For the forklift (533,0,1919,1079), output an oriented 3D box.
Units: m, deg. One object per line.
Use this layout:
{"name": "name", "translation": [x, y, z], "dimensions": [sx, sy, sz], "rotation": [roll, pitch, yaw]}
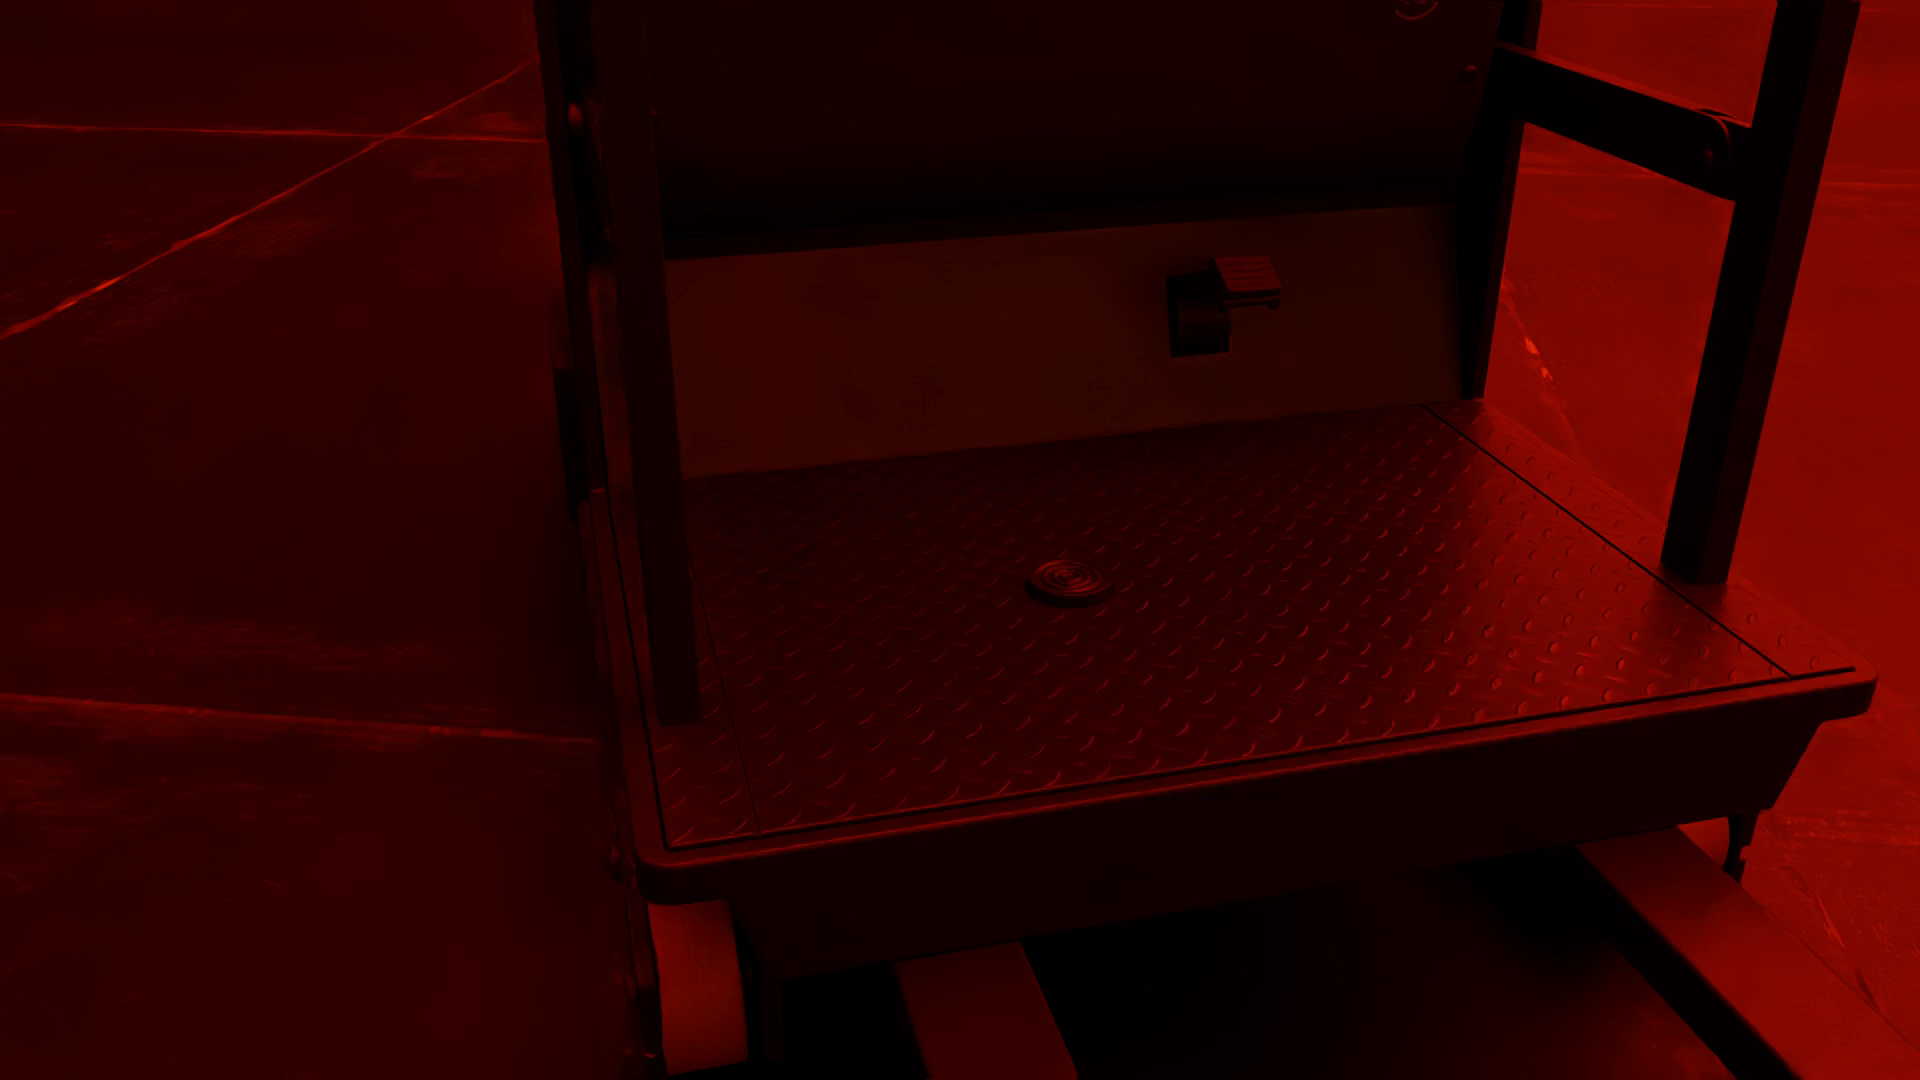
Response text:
{"name": "forklift", "translation": [0.172, -1.016, 1.254], "dimensions": [1.130, 2.935, 3.031], "rotation": [-7, 27, -13]}
